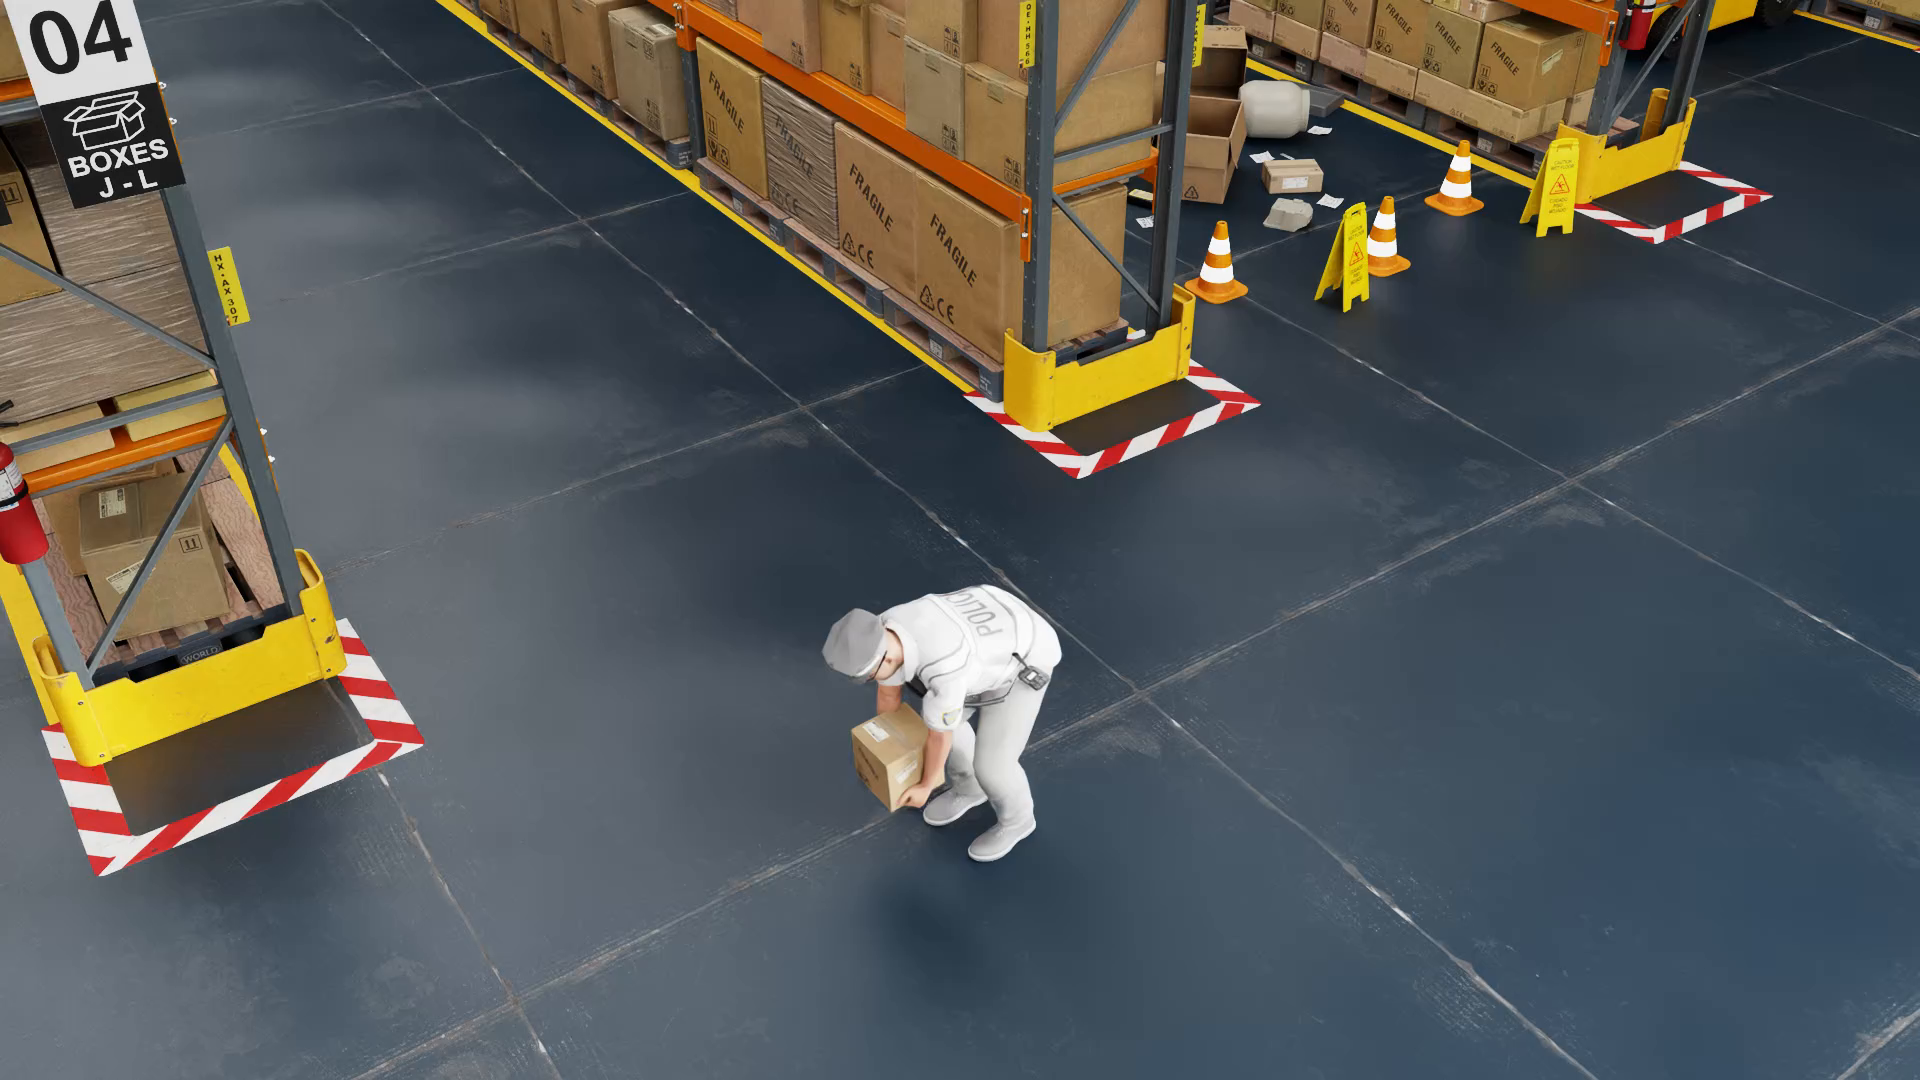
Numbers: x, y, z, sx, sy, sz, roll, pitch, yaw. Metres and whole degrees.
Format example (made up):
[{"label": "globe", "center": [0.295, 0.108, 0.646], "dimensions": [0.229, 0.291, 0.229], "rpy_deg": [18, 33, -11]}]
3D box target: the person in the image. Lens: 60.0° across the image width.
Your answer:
[{"label": "person", "center": [-0.069, 0.698, 6.394], "dimensions": [0.987, 1.341, 0.487], "rpy_deg": [-24, 42, -29]}]
